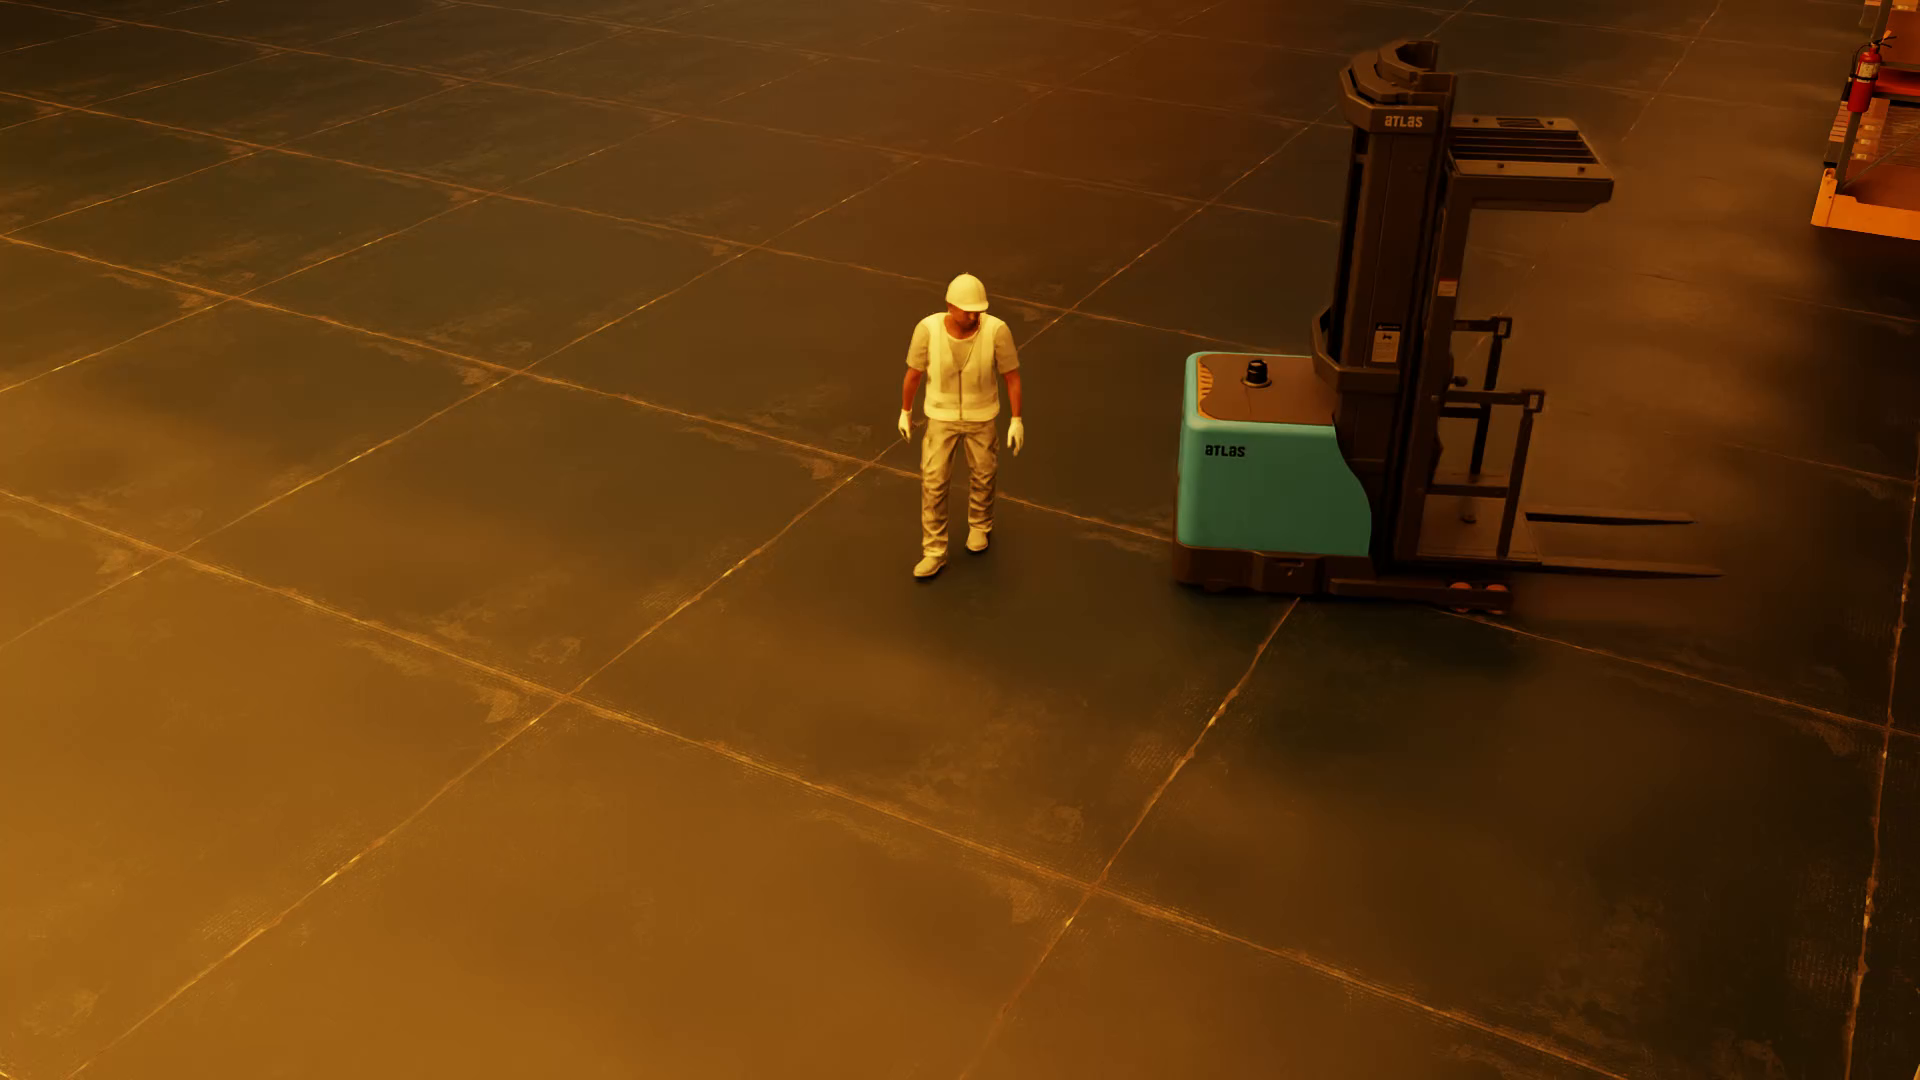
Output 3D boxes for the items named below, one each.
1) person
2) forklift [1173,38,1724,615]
[{"bbox_3d":[0.010,-0.656,9.398,0.717,1.761,0.643,0,30,-1],"label":"person"},{"bbox_3d":[2.771,-1.135,9.038,3.031,2.935,1.130,3,30,6],"label":"forklift"}]
